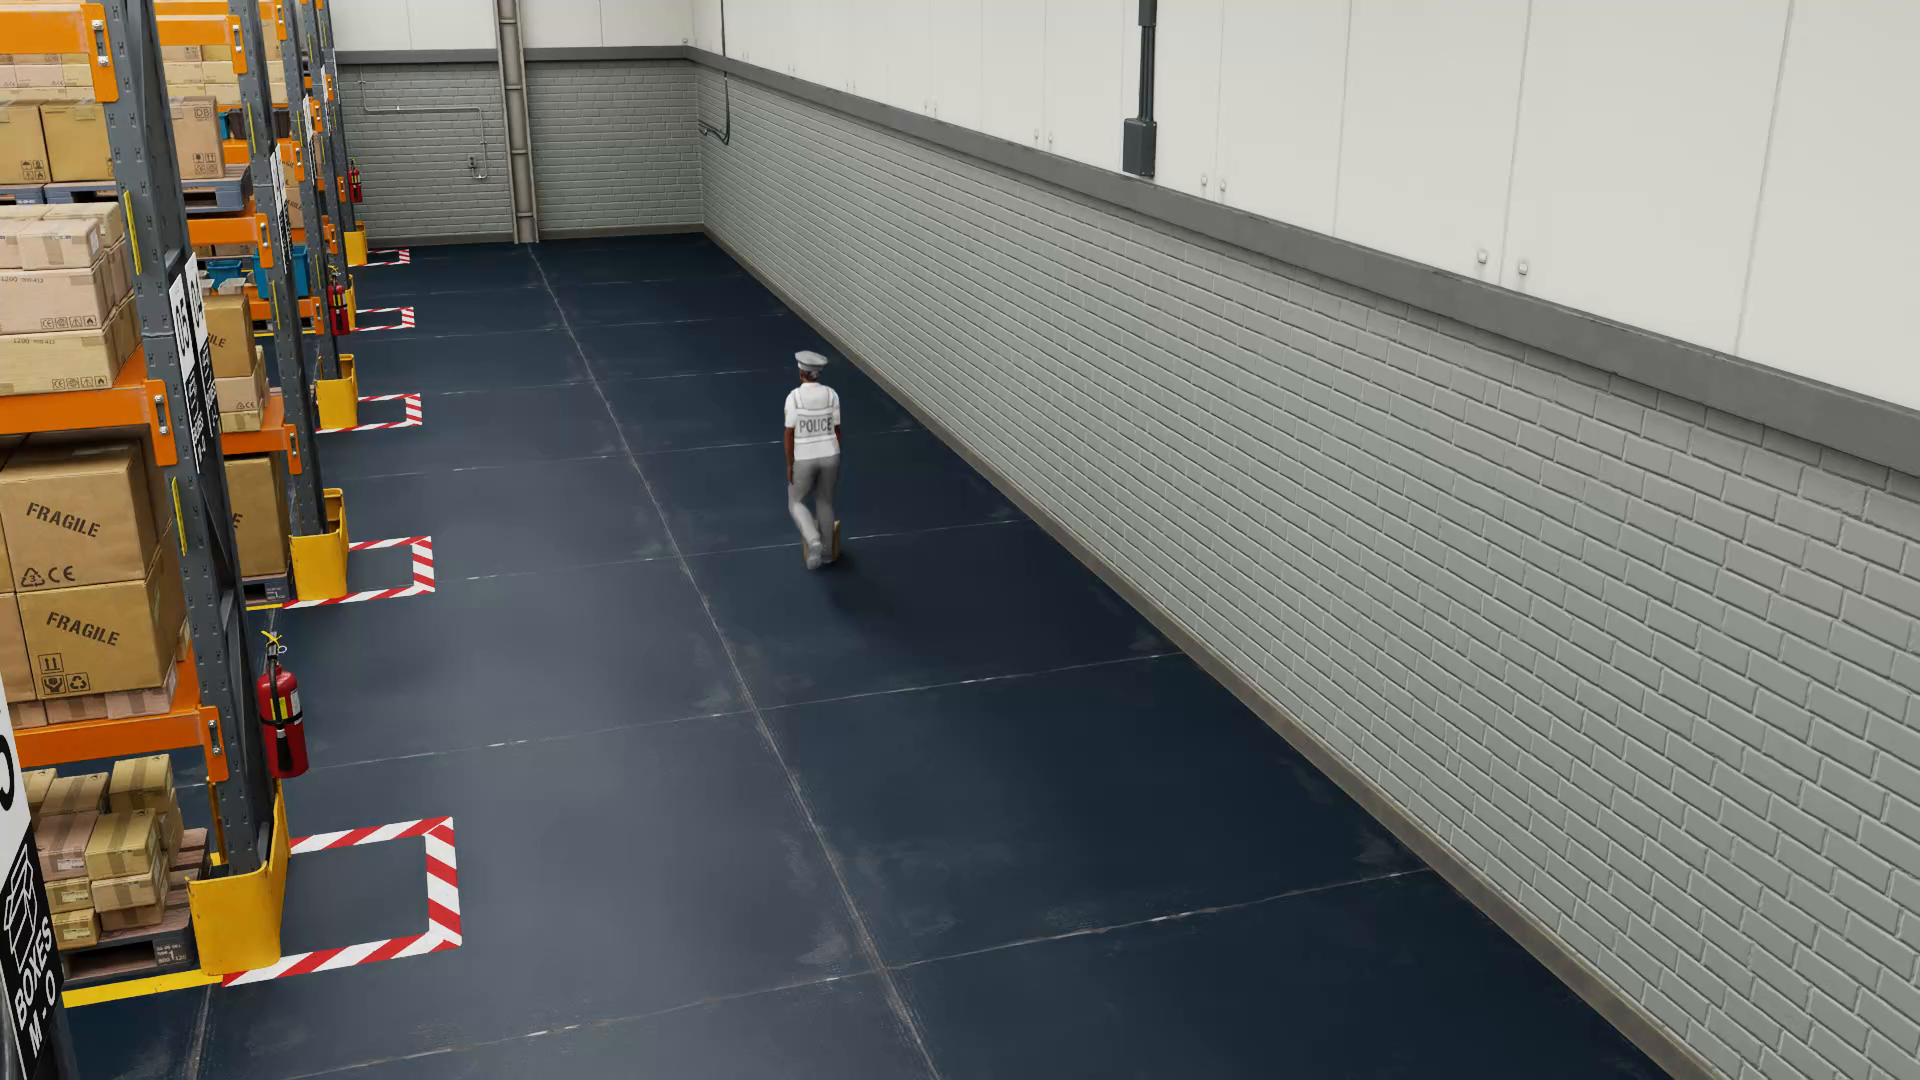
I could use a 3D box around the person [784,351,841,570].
[{"bbox_3d":[-1.100,-0.578,12.660,0.456,1.641,0.547,-7,21,-19],"label":"person"}]
